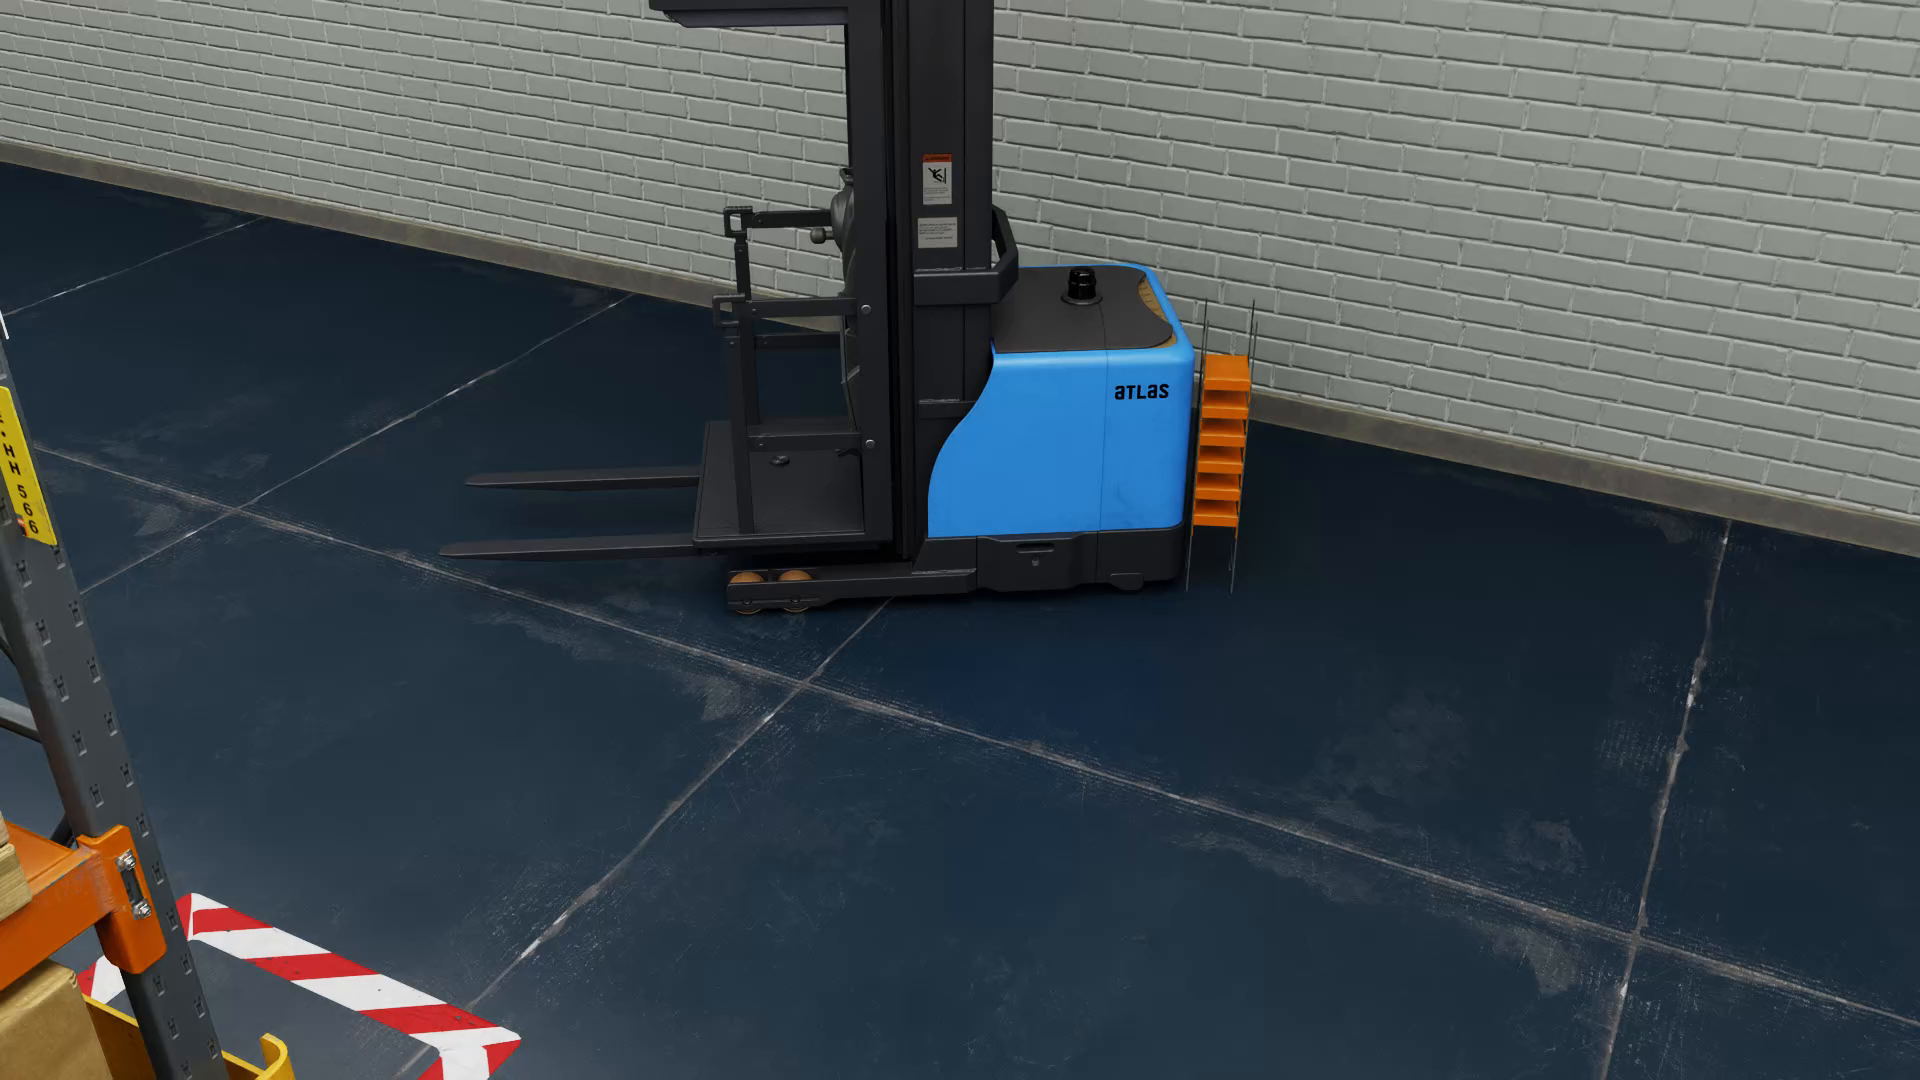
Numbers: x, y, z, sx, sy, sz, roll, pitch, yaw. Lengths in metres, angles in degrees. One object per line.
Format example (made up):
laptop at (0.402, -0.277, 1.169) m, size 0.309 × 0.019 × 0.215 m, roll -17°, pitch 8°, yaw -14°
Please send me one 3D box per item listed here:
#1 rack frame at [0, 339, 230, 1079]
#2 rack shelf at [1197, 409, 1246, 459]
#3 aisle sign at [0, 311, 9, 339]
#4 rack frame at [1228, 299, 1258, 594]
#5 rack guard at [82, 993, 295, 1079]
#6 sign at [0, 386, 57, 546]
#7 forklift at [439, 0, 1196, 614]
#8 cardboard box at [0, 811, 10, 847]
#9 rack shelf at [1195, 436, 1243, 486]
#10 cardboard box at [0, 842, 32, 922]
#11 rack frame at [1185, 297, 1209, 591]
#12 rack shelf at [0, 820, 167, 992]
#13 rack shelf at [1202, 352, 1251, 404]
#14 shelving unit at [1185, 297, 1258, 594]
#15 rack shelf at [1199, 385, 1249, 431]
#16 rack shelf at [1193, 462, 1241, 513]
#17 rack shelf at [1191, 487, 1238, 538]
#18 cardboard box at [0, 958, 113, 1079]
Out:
rack frame at (-2.229, 0.335, 3.655) m, size 1.000 × 3.000 × 0.127 m, roll 14°, pitch 33°, yaw 23°
rack shelf at (1.041, -0.428, 6.640) m, size 0.180 × 0.103 × 0.258 m, roll 3°, pitch 30°, yaw 5°
aisle sign at (-1.929, -0.757, 2.945) m, size 0.394 × 0.787 × 0.004 m, roll 14°, pitch 33°, yaw 23°
rack frame at (1.132, -0.358, 6.669) m, size 0.006 × 1.200 × 0.240 m, roll 3°, pitch 30°, yaw 5°
rack guard at (-2.218, 1.408, 4.296) m, size 1.175 × 0.500 × 0.348 m, roll 14°, pitch 33°, yaw 23°
sign at (-1.753, -0.141, 3.083) m, size 0.100 × 0.325 × 0.005 m, roll 14°, pitch 33°, yaw 23°
forklift at (-0.620, -1.246, 6.476) m, size 3.031 × 2.935 × 1.130 m, roll -2°, pitch 30°, yaw -4°
cardboard box at (-2.214, 0.546, 3.140) m, size 0.500 × 0.250 × 0.500 m, roll 14°, pitch 33°, yaw 23°
rack shelf at (1.041, -0.324, 6.699) m, size 0.180 × 0.103 × 0.258 m, roll 3°, pitch 30°, yaw 5°
cardboard box at (-2.098, 0.676, 3.313) m, size 0.380 × 0.149 × 0.250 m, roll 15°, pitch 33°, yaw 24°
rack frame at (0.950, -0.367, 6.685) m, size 0.006 × 1.200 × 0.240 m, roll 3°, pitch 30°, yaw 5°
rack shelf at (-3.140, 1.533, 2.291) m, size 1.077 × 0.370 × 4.000 m, roll 14°, pitch 33°, yaw 23°
rack shelf at (1.041, -0.637, 6.520) m, size 0.180 × 0.103 × 0.258 m, roll 3°, pitch 30°, yaw 5°
shelving unit at (1.041, -0.363, 6.677) m, size 0.189 × 1.200 × 0.258 m, roll 3°, pitch 30°, yaw 5°
rack shelf at (1.041, -0.533, 6.580) m, size 0.180 × 0.103 × 0.258 m, roll 3°, pitch 30°, yaw 5°
rack shelf at (1.041, -0.220, 6.759) m, size 0.180 × 0.103 × 0.258 m, roll 3°, pitch 30°, yaw 5°
rack shelf at (1.041, -0.116, 6.819) m, size 0.180 × 0.103 × 0.258 m, roll 3°, pitch 30°, yaw 5°
cardboard box at (-2.450, 1.376, 3.554) m, size 0.875 × 0.875 × 0.875 m, roll 14°, pitch 33°, yaw 23°
